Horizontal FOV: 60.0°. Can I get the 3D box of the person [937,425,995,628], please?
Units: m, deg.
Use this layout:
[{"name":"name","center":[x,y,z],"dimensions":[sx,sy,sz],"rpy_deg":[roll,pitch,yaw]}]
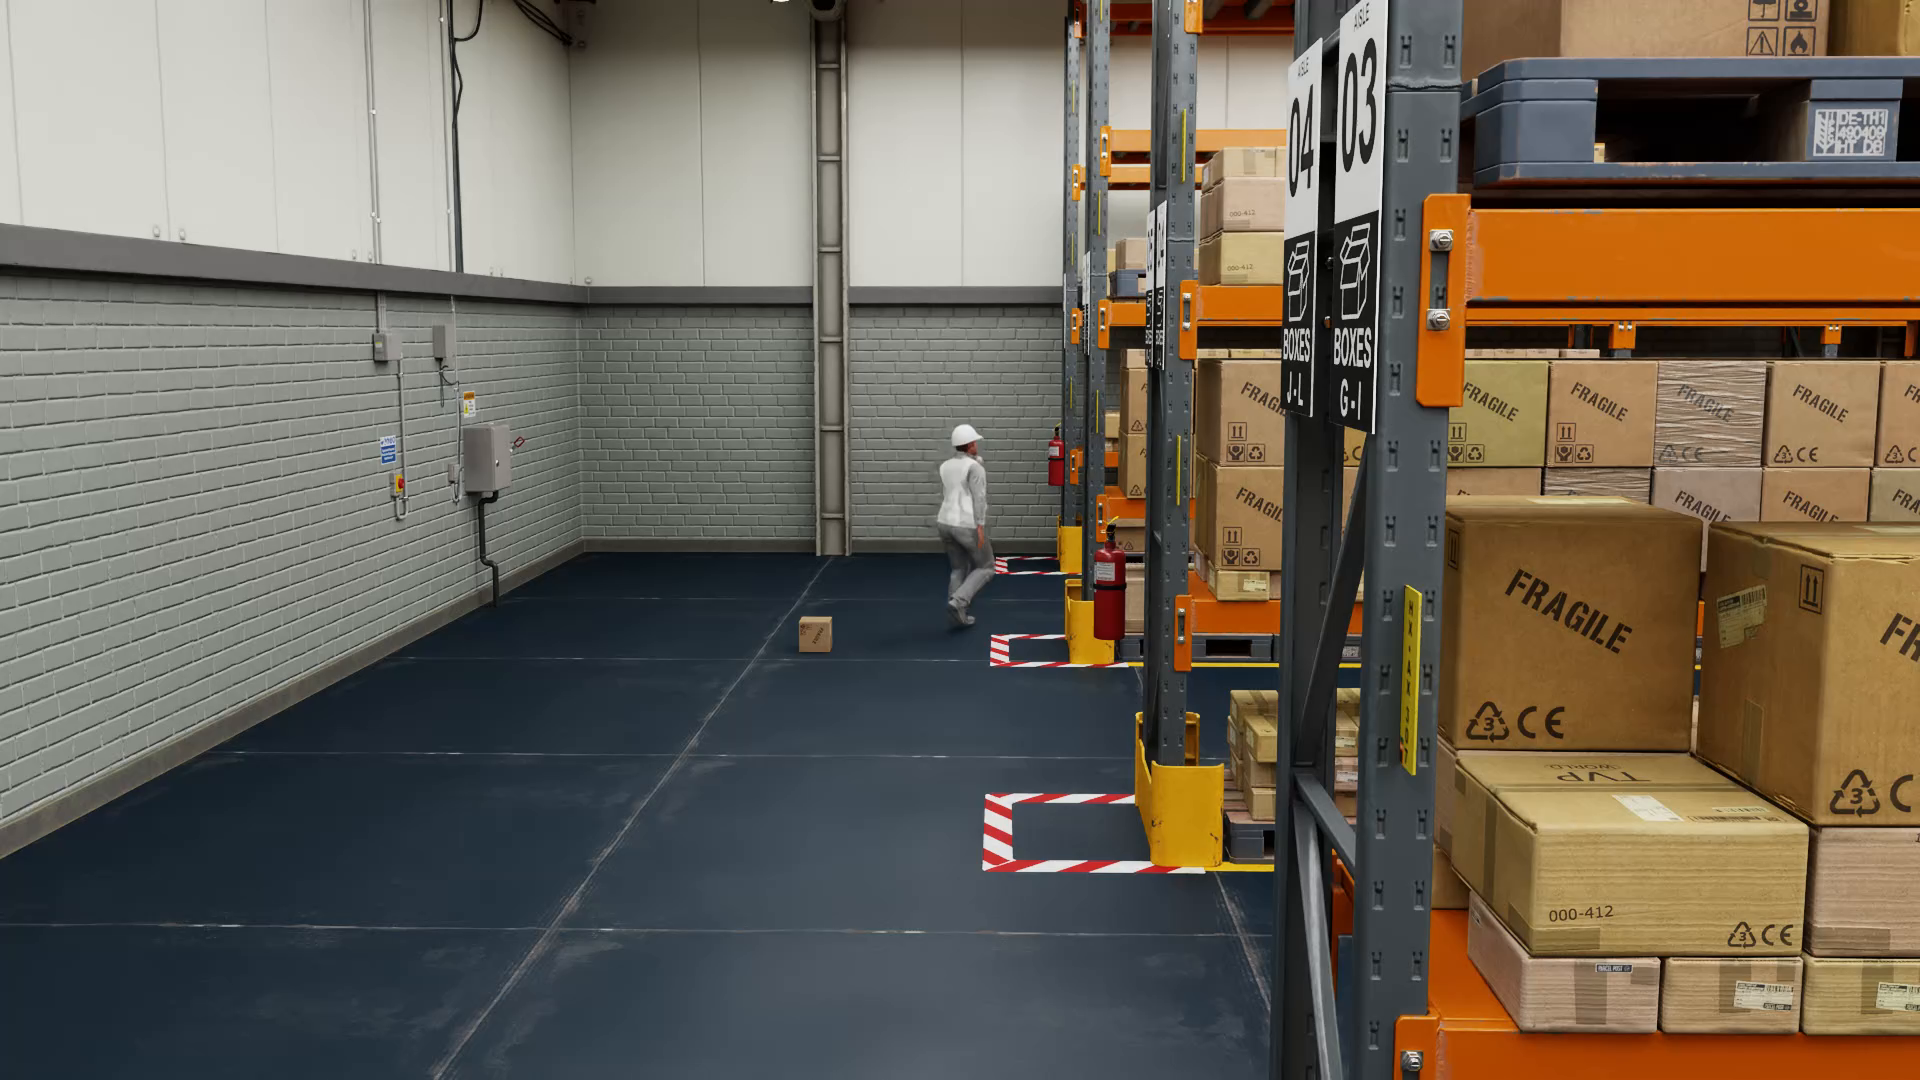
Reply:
[{"name":"person","center":[0.047,-0.116,14.410],"dimensions":[0.599,1.758,0.518],"rpy_deg":[7,10,44]}]
